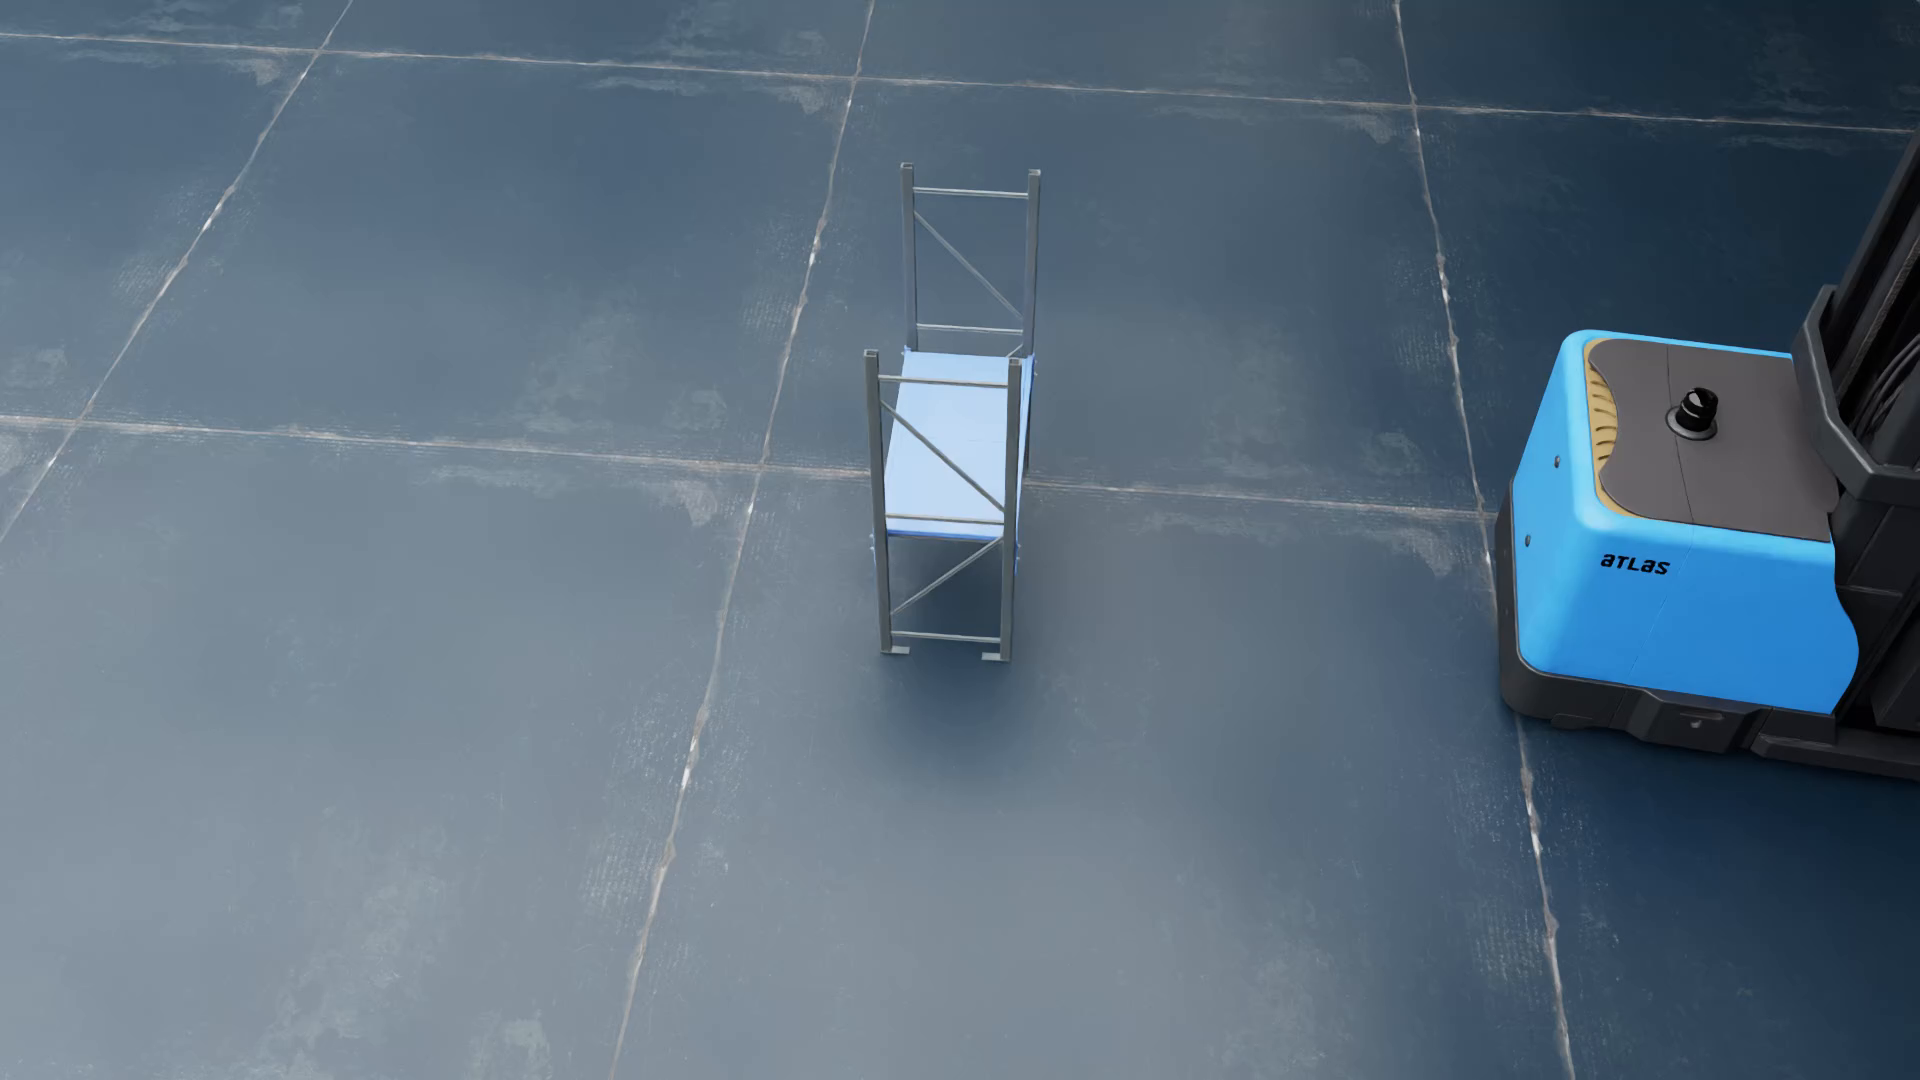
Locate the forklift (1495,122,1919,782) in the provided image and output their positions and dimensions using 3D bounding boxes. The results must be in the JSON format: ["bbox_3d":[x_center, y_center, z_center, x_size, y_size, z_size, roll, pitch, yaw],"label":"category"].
[{"bbox_3d":[3.564,-0.480,5.203,3.031,2.935,1.130,8,48,7],"label":"forklift"}]

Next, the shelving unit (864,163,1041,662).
[{"bbox_3d":[-0.008,-0.443,6.139,0.538,1.500,1.048,4,48,4],"label":"shelving unit"}]

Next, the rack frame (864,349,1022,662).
[{"bbox_3d":[-0.054,-0.070,5.798,0.500,1.500,0.032,4,48,4],"label":"rack frame"}]

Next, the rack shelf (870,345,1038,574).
[{"bbox_3d":[-0.008,-0.322,6.272,0.538,0.185,1.000,4,48,4],"label":"rack shelf"}]

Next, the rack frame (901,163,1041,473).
[{"bbox_3d":[0.039,-0.817,6.481,0.500,1.500,0.032,4,48,4],"label":"rack frame"}]
